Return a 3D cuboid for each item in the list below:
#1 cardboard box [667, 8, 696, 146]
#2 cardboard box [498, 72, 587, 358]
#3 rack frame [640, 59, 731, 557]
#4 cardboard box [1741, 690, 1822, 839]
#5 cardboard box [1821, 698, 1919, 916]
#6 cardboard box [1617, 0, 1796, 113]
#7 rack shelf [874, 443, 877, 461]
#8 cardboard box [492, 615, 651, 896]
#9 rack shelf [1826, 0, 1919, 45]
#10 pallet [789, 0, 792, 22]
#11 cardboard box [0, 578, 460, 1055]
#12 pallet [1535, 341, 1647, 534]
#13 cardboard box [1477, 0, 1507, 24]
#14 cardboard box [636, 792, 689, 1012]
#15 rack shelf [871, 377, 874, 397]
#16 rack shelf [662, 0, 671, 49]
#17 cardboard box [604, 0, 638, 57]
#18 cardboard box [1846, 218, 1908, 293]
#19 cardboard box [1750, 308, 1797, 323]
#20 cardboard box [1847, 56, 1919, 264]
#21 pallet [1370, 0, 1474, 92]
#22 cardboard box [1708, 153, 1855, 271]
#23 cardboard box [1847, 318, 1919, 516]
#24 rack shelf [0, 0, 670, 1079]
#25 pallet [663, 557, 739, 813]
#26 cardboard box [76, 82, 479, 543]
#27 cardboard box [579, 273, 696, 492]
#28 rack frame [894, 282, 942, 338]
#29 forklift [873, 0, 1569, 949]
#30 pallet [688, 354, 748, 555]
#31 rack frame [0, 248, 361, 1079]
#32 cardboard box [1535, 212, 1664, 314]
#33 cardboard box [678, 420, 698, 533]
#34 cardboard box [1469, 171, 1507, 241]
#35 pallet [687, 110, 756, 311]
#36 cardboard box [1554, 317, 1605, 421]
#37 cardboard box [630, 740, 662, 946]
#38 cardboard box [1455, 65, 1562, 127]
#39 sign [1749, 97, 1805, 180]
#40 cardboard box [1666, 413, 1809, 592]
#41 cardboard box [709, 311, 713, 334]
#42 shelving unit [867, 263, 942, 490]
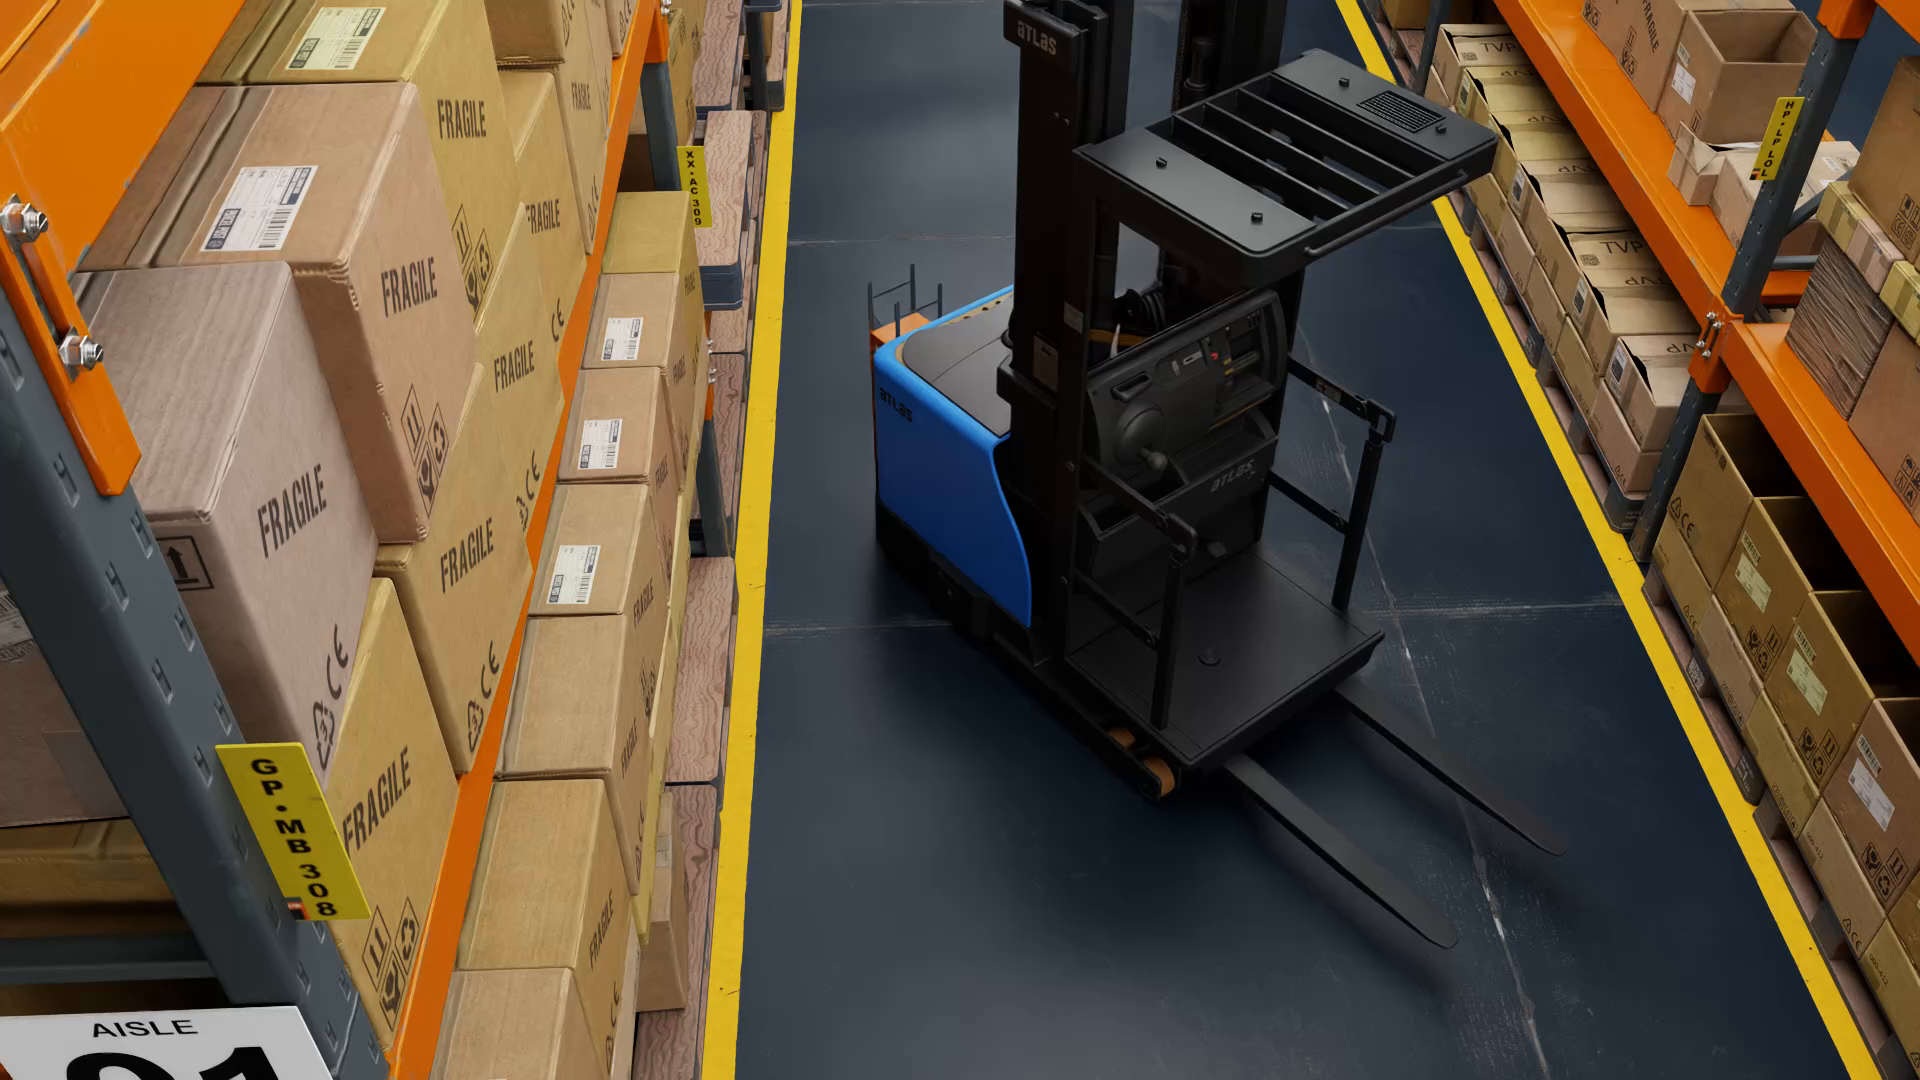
[{"bbox_3d":[-1.490,-1.832,6.779,0.700,0.500,0.500,2,43,3],"label":"cardboard box"},{"bbox_3d":[-1.138,-0.669,3.601,0.500,0.500,0.500,1,43,1],"label":"cardboard box"},{"bbox_3d":[-1.486,-0.911,6.174,1.000,3.000,0.127,-2,43,-2],"label":"rack frame"},{"bbox_3d":[3.212,0.800,6.031,0.500,0.250,0.500,-2,43,-2],"label":"cardboard box"},{"bbox_3d":[3.236,0.861,5.410,0.500,0.500,0.500,-2,43,-2],"label":"cardboard box"},{"bbox_3d":[3.403,-2.305,7.621,0.500,0.500,0.500,-2,43,-2],"label":"cardboard box"},{"bbox_3d":[-0.225,-0.395,7.363,0.258,0.103,0.180,-29,50,-28],"label":"rack shelf"},{"bbox_3d":[-1.063,0.547,4.124,0.500,0.500,0.500,-3,43,-3],"label":"cardboard box"},{"bbox_3d":[3.548,-0.546,4.088,1.077,0.370,4.000,-2,43,-2],"label":"rack shelf"},{"bbox_3d":[-1.663,-3.940,11.542,1.003,0.211,1.213,-2,43,-2],"label":"pallet"},{"bbox_3d":[-1.081,0.406,2.428,0.500,0.500,0.500,-1,43,-1],"label":"cardboard box"},{"bbox_3d":[3.393,-0.524,7.815,1.003,0.211,1.213,-2,43,-2],"label":"pallet"},{"bbox_3d":[3.559,-3.312,10.318,0.500,0.500,0.500,0,43,0],"label":"cardboard box"},{"bbox_3d":[-1.261,1.197,5.398,0.700,0.500,0.500,-4,43,-4],"label":"cardboard box"},{"bbox_3d":[-0.225,-0.660,7.120,0.258,0.103,0.180,-29,50,-28],"label":"rack shelf"},{"bbox_3d":[-1.571,-3.102,6.876,1.077,0.370,4.000,-2,43,-2],"label":"rack shelf"},{"bbox_3d":[-1.218,-1.726,4.754,0.500,0.500,0.500,-1,43,-1],"label":"cardboard box"},{"bbox_3d":[3.292,-0.976,5.690,0.380,0.149,0.250,-1,43,-1],"label":"cardboard box"},{"bbox_3d":[3.678,-1.028,7.610,0.500,0.311,0.500,-2,43,-2],"label":"cardboard box"},{"bbox_3d":[3.488,-1.272,5.533,0.700,0.500,0.500,-1,43,-2],"label":"cardboard box"},{"bbox_3d":[3.299,-3.233,10.771,1.003,0.211,1.213,-2,43,-2],"label":"pallet"},{"bbox_3d":[3.398,-1.332,6.744,0.500,0.250,0.500,1,43,1],"label":"cardboard box"},{"bbox_3d":[3.517,-0.438,5.583,0.700,0.500,0.500,-2,43,-2],"label":"cardboard box"},{"bbox_3d":[-1.401,-0.402,3.930,1.077,0.370,4.000,-2,43,-2],"label":"rack shelf"},{"bbox_3d":[-1.422,0.569,6.623,1.003,0.211,1.213,-2,43,-2],"label":"pallet"},{"bbox_3d":[-1.061,-0.337,2.498,0.500,0.500,0.500,-2,43,-2],"label":"cardboard box"},{"bbox_3d":[-1.130,-0.493,5.259,0.500,0.500,0.500,-2,43,-2],"label":"cardboard box"},{"bbox_3d":[-0.168,-0.556,7.118,0.240,1.200,0.006,-29,50,-28],"label":"rack frame"},{"bbox_3d":[0.949,-0.482,5.756,1.130,2.935,3.031,-29,50,-28],"label":"forklift"},{"bbox_3d":[-1.521,-0.409,7.690,1.003,0.211,1.213,-2,43,-2],"label":"pallet"},{"bbox_3d":[-1.316,-0.422,1.201,1.000,3.000,0.127,-2,43,-2],"label":"rack frame"},{"bbox_3d":[3.112,-1.357,7.969,0.500,0.311,0.500,-2,43,-2],"label":"cardboard box"},{"bbox_3d":[-1.150,-0.216,5.511,0.500,0.250,0.500,-1,43,-2],"label":"cardboard box"},{"bbox_3d":[3.072,-1.845,8.917,0.500,0.250,0.500,-3,43,-3],"label":"cardboard box"},{"bbox_3d":[-1.373,-1.361,6.806,1.003,0.211,1.213,-2,43,-2],"label":"pallet"},{"bbox_3d":[3.136,-0.810,7.788,0.500,0.250,0.500,-2,43,-2],"label":"cardboard box"},{"bbox_3d":[-1.072,0.804,4.399,0.500,0.250,0.500,-2,43,-2],"label":"cardboard box"},{"bbox_3d":[3.053,-2.388,9.094,0.500,0.311,0.500,-3,43,-3],"label":"cardboard box"},{"bbox_3d":[2.921,-1.431,5.943,0.100,0.325,0.005,-2,43,-2],"label":"sign"},{"bbox_3d":[3.170,-0.151,6.514,0.500,0.500,0.500,-2,43,-2],"label":"cardboard box"},{"bbox_3d":[-1.587,-1.341,8.168,0.700,0.500,0.500,-1,43,-1],"label":"cardboard box"},{"bbox_3d":[-0.225,-0.604,7.171,0.258,1.200,0.189,-29,50,-28],"label":"shelving unit"}]
